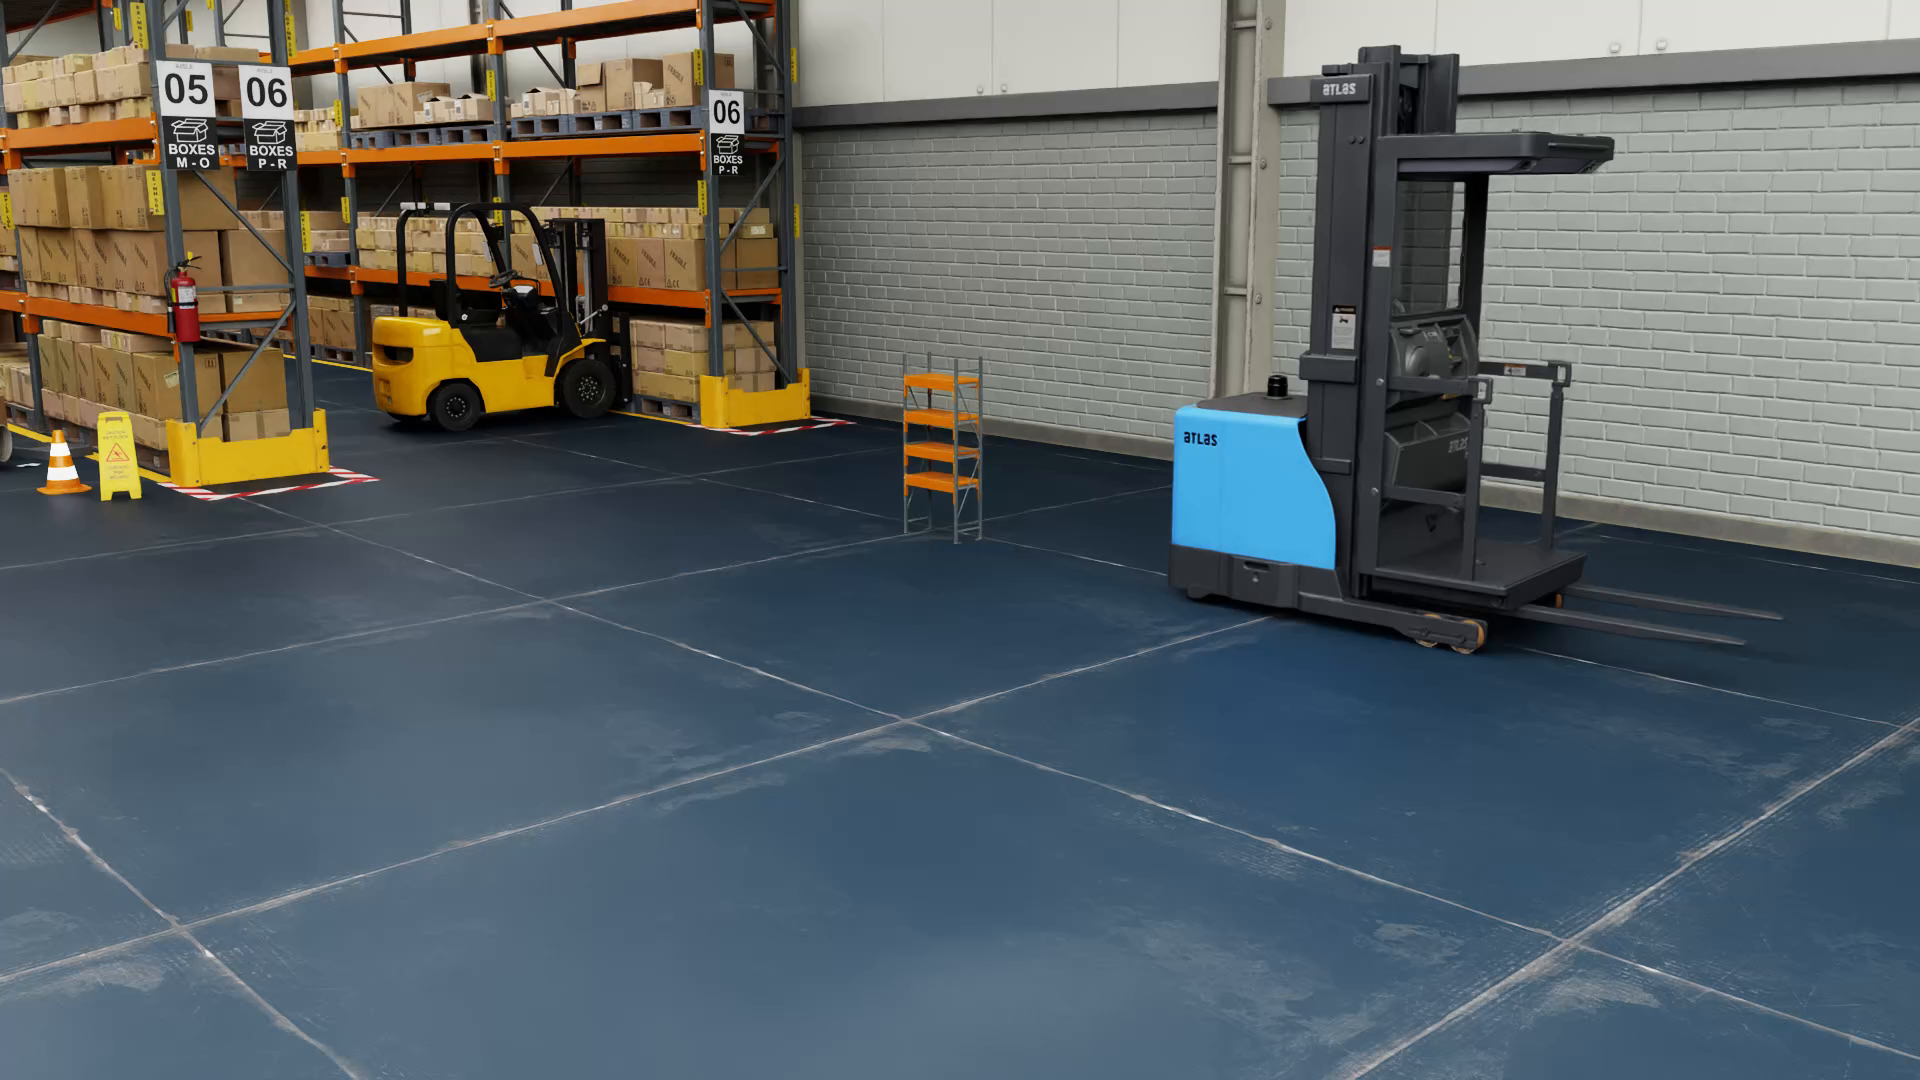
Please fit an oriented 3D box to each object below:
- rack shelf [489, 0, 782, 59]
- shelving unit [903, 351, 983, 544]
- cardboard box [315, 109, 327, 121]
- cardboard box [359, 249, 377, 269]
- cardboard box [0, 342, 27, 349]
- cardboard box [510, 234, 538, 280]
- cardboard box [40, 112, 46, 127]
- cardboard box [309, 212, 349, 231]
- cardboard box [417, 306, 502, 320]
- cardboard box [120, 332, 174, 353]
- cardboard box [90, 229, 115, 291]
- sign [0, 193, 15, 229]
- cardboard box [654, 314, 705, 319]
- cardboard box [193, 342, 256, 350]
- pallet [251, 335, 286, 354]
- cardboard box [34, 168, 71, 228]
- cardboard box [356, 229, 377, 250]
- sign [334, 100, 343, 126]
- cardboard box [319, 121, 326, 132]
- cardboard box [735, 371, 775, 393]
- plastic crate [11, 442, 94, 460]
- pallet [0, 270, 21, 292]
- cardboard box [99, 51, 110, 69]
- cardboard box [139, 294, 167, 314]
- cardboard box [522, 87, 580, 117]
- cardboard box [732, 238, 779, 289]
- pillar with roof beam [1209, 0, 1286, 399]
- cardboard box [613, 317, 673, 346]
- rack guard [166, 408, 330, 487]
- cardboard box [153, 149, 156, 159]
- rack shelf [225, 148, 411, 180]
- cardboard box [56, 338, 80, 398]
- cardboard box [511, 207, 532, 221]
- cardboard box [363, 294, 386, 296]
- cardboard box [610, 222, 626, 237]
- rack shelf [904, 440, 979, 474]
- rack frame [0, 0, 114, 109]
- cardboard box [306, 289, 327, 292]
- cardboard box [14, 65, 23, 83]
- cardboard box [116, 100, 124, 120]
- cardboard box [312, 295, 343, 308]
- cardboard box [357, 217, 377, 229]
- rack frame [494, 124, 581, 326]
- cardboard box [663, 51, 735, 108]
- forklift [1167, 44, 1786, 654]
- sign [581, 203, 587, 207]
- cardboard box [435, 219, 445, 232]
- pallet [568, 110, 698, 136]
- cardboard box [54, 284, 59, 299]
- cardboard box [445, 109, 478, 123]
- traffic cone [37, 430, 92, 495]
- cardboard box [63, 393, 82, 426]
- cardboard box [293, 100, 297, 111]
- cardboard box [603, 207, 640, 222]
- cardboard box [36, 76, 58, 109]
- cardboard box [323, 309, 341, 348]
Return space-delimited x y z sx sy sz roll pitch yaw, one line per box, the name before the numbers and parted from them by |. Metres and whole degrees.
rack shelf | -3.437 -5.342 17.313 1.077 0.370 4.000 -11 16 -43
shelving unit | -0.114 -0.612 10.908 0.258 1.200 0.503 -11 16 -43
cardboard box | -8.357 -5.658 22.153 0.250 0.149 0.380 11 16 43
cardboard box | -7.450 -3.655 21.591 0.500 0.250 0.500 -11 16 -42
cardboard box | -10.785 -1.970 18.512 0.625 0.372 0.950 10 16 41
cardboard box | -4.700 -3.192 18.721 0.500 0.500 0.500 11 16 44
cardboard box | -7.976 -3.751 14.874 0.380 0.149 0.250 -11 16 -43
cardboard box | -8.841 -4.296 23.034 0.637 0.503 0.797 11 16 44
cardboard box | -6.237 -2.585 20.868 0.625 0.625 0.875 11 16 43
cardboard box | -6.687 -1.637 13.729 0.380 0.149 0.250 -10 15 -41
cardboard box | -6.902 -2.350 13.902 0.500 0.500 0.500 -11 16 -43
sign | -8.804 -3.041 15.368 0.100 0.325 0.005 -11 16 -43
cardboard box | -2.936 -2.252 17.705 0.500 0.250 0.500 -11 16 -43
cardboard box | -6.381 -1.429 14.331 0.500 0.500 0.500 11 16 43
pallet | -9.753 -2.932 24.620 1.003 0.211 1.213 -11 16 -43
cardboard box | -7.594 -2.987 14.512 0.700 0.500 0.500 -11 16 -44
cardboard box | -7.468 -3.897 21.524 0.500 0.250 0.500 -11 16 -43
sign | -7.974 -5.475 21.336 0.100 0.325 0.005 -11 16 -43
cardboard box | -8.327 -5.519 22.217 0.380 0.149 0.250 -10 16 -41
cardboard box | -2.253 -1.618 17.104 0.500 0.250 0.500 -11 16 -42
plastic crate | -7.914 -0.778 14.490 0.583 0.080 0.402 6 13 26
pallet | -8.828 -2.589 16.522 1.003 0.211 1.213 -11 16 -43
cardboard box | -6.731 -3.871 13.481 0.380 0.149 0.250 -11 16 -43
cardboard box | -6.311 -1.891 13.279 0.380 0.149 0.250 -11 16 -43
cardboard box | -4.419 -4.769 18.122 0.500 0.311 0.500 -10 16 -41
cardboard box | -2.197 -2.820 16.918 0.500 0.500 0.500 -10 15 -41
pillar with roof beam | -0.854 -4.350 9.724 9.100 9.000 0.400 -11 16 -43
cardboard box | -3.311 -2.178 17.347 0.500 0.250 0.500 -11 16 -42
rack guard | -5.695 -0.755 13.335 1.175 0.500 0.348 -11 16 -43
cardboard box | -12.590 -6.137 26.455 0.380 0.149 0.250 -10 16 -41
rack shelf | -8.961 -5.236 23.243 1.077 0.370 4.000 -11 16 -43
cardboard box | -7.815 -1.578 15.050 0.500 0.500 0.500 -10 15 -40
cardboard box | -4.812 -3.668 18.690 0.380 0.149 0.250 -10 16 -41
cardboard box | -8.229 -3.366 23.364 0.250 0.149 0.380 11 16 43
cardboard box | -3.401 -3.222 17.262 0.380 0.149 0.250 -11 16 -42
rack shelf | -0.114 -0.546 10.921 0.258 0.148 0.480 -11 16 -43
rack frame | -8.405 -5.490 15.257 1.000 3.000 0.127 -11 16 -43
cardboard box | -9.520 -3.625 24.619 0.380 0.149 0.250 -11 16 -42
cardboard box | -8.223 -4.163 14.896 0.380 0.149 0.250 -10 15 -41
cardboard box | -6.446 -3.402 13.181 0.380 0.149 0.250 -10 15 -41
cardboard box | -8.787 -3.325 23.162 0.380 0.149 0.250 -11 16 -43
cardboard box | -7.573 -4.107 21.555 0.380 0.149 0.250 -10 15 -41
rack frame | -4.818 -3.244 19.222 1.000 3.000 0.127 -11 16 -43
cardboard box | -2.537 -4.463 16.172 0.500 0.500 0.500 -10 15 -41
forklift | 2.613 -0.995 8.477 3.031 2.935 1.130 10 15 40
sign | -4.417 -3.784 19.504 0.100 0.325 0.005 -11 16 -43
cardboard box | -6.118 -3.812 20.124 0.380 0.149 0.250 -11 16 -42
pallet | -3.372 -4.371 17.478 1.003 0.211 1.213 -11 16 -43
cardboard box | -8.002 -2.274 15.136 0.380 0.149 0.250 -11 16 -43
cardboard box | -5.797 -4.963 19.466 0.380 0.149 0.250 -11 16 -43
traffic cone | -6.873 -0.608 12.717 0.336 0.463 0.334 -11 16 -43
cardboard box | -7.816 -1.210 15.126 0.500 0.250 0.500 -10 15 -39
cardboard box | -9.875 -6.292 24.153 0.396 0.266 0.258 -11 16 -43
cardboard box | -3.519 -3.418 17.477 0.380 0.149 0.250 -11 16 -42
cardboard box | -7.600 -3.842 14.325 0.500 0.250 0.500 -11 16 -42
cardboard box | -8.366 -2.915 22.782 0.500 0.500 0.500 -11 16 -43
